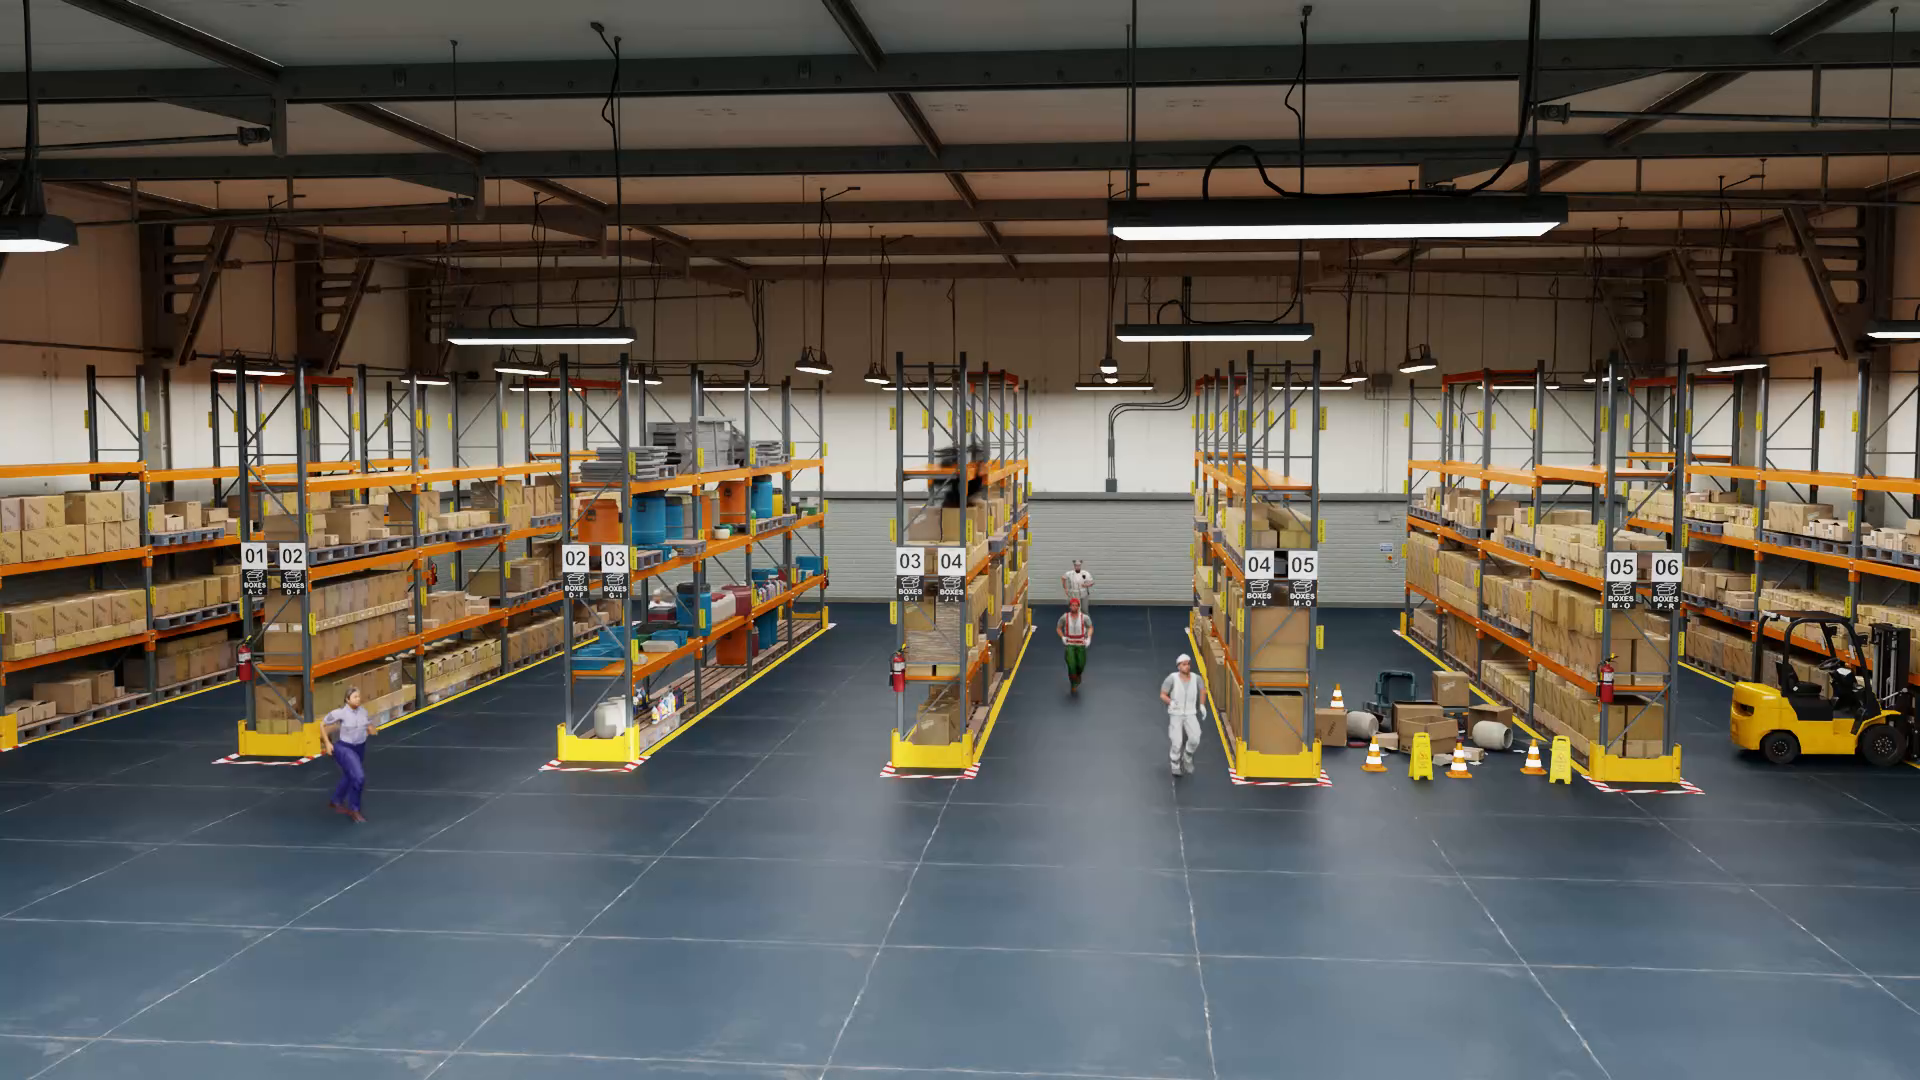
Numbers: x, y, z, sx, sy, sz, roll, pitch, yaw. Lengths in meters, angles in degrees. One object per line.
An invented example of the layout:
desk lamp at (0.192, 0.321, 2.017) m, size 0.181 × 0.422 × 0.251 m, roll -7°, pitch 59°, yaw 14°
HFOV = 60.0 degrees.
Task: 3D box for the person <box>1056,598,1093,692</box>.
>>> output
person at (2.131, 1.935, 30.878) m, size 0.685 × 1.735 × 0.635 m, roll 0°, pitch 4°, yaw 1°

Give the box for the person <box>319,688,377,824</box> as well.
person at (-7.653, 2.705, 20.886) m, size 0.822 × 1.706 × 0.570 m, roll 2°, pitch 4°, yaw 21°

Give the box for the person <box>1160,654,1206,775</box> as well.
person at (3.155, 2.467, 23.355) m, size 0.693 × 1.743 × 0.659 m, roll 0°, pitch 4°, yaw -5°

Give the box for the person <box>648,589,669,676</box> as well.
person at (-6.007, 1.845, 33.018) m, size 0.584 × 1.719 × 0.738 m, roll 0°, pitch 4°, yaw 0°

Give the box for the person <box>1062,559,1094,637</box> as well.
person at (2.780, 1.347, 39.108) m, size 0.738 × 1.822 × 0.810 m, roll 0°, pitch 4°, yaw -2°
